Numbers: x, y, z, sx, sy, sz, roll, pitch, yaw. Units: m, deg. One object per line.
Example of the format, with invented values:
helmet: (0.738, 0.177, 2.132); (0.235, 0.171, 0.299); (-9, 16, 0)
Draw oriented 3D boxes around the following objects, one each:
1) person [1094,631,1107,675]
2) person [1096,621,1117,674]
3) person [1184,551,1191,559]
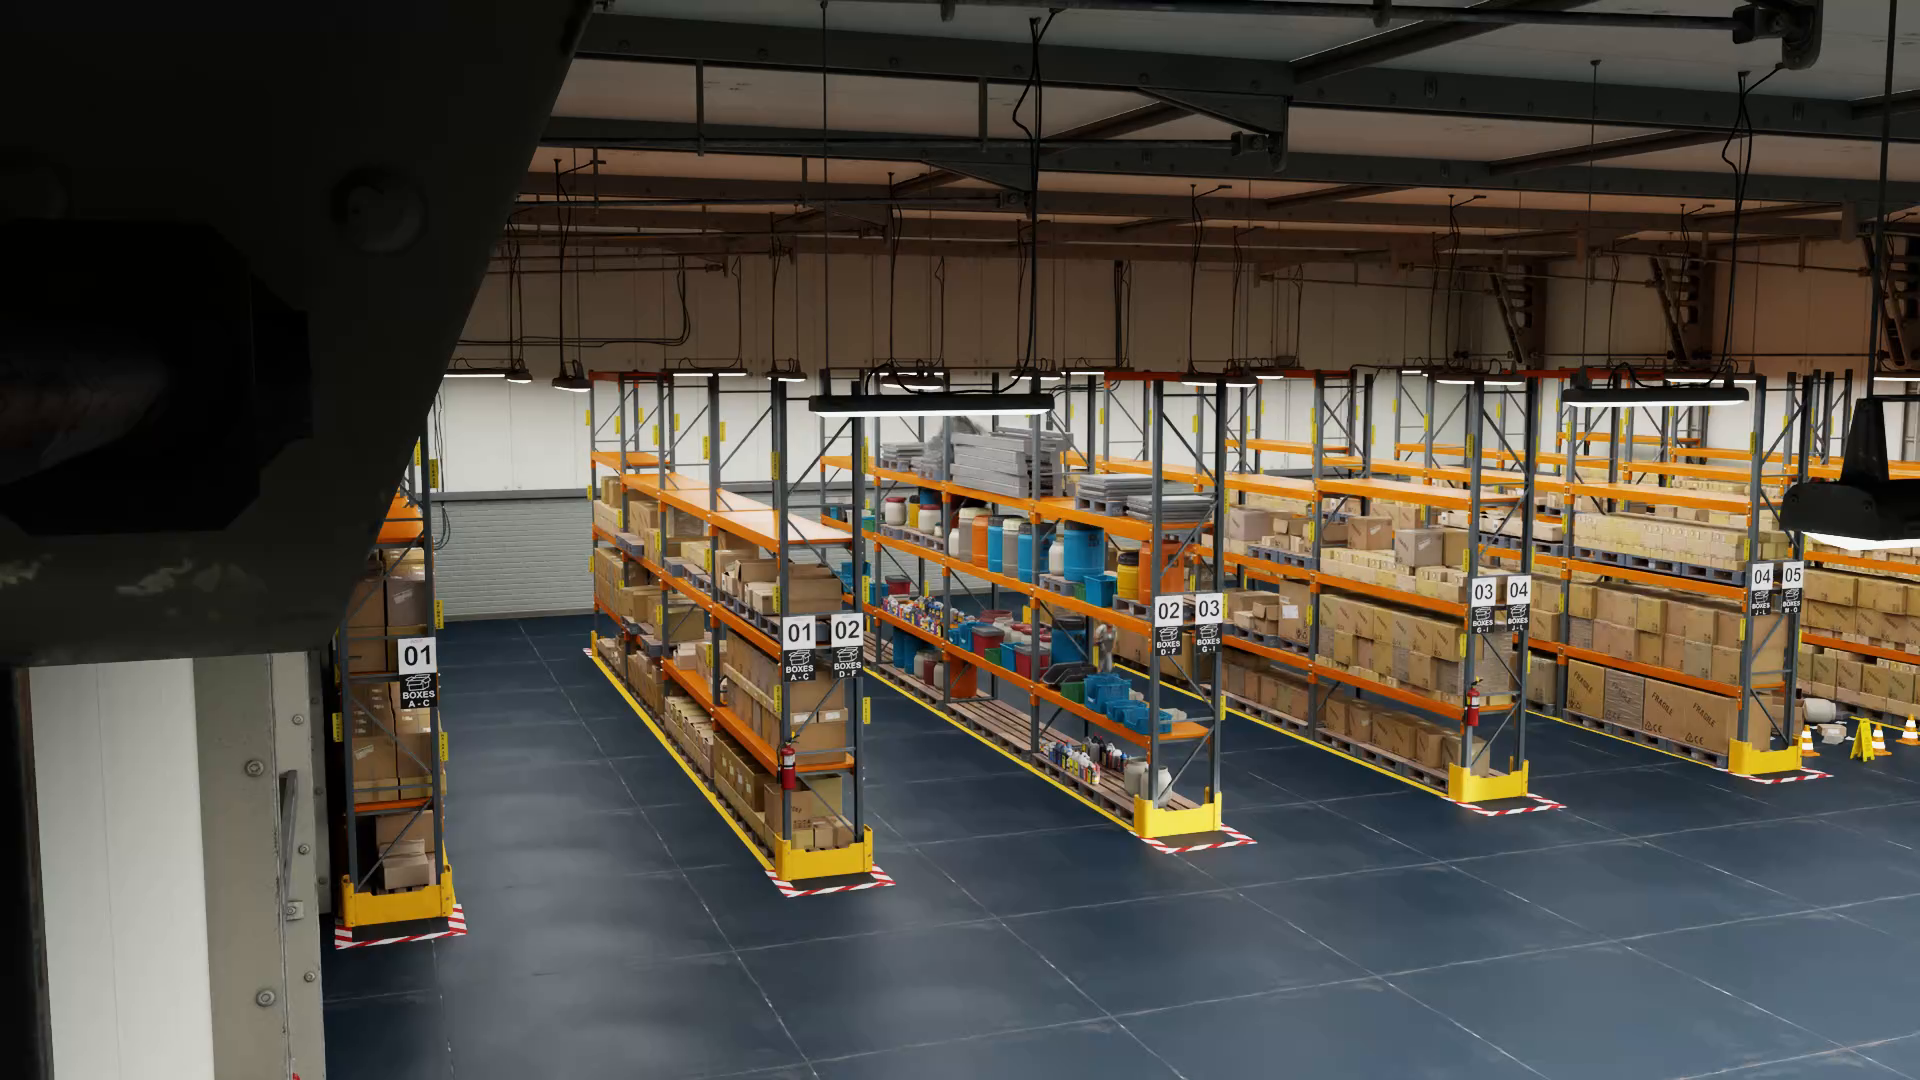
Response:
person: (2.175, 2.302, 29.022); (0.664, 1.567, 1.054); (-2, 7, -14)
person: (2.633, 2.122, 31.112); (0.547, 1.555, 0.855); (-4, 8, -32)
person: (5.433, 1.020, 40.704); (0.759, 1.645, 0.595); (4, 8, 35)
